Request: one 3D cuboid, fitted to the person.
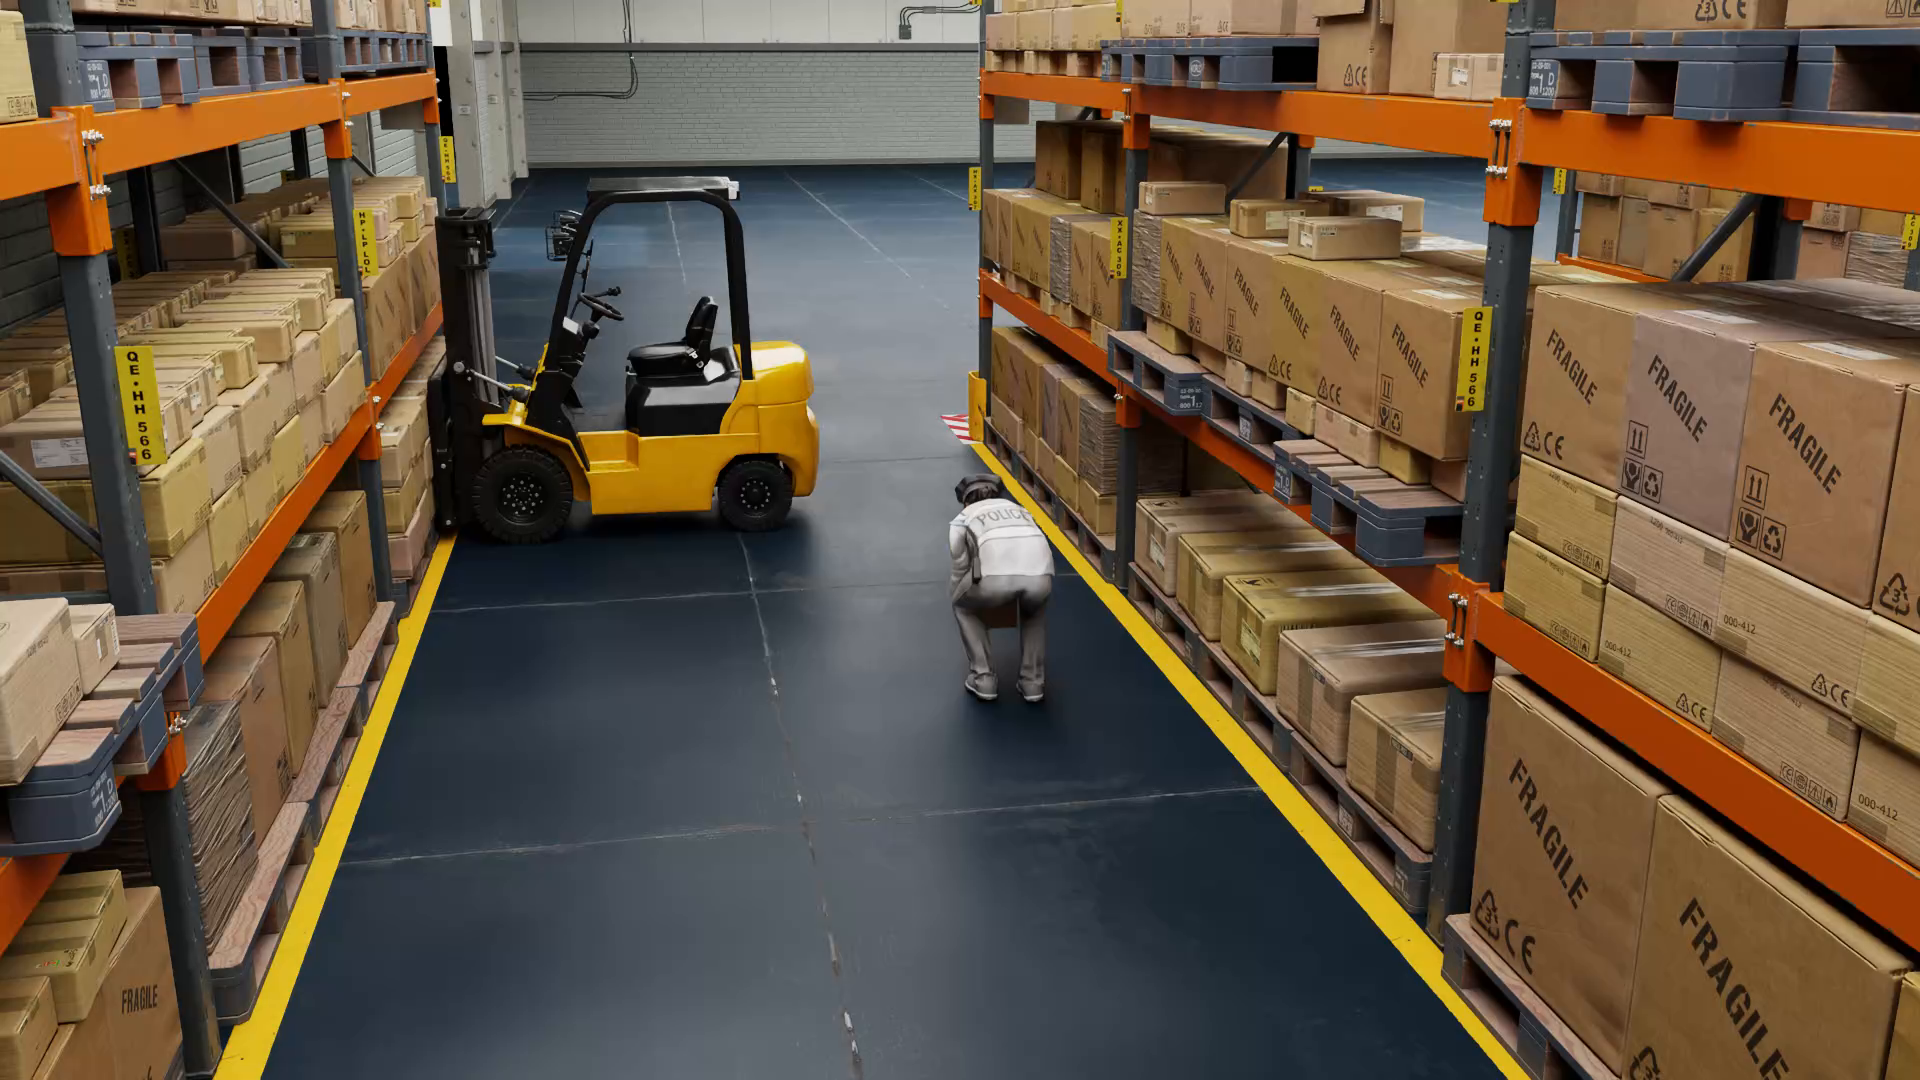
[{"bbox_3d":[0.187,0.229,7.973,0.456,0.982,0.914,-3,17,-11],"label":"person"}]
